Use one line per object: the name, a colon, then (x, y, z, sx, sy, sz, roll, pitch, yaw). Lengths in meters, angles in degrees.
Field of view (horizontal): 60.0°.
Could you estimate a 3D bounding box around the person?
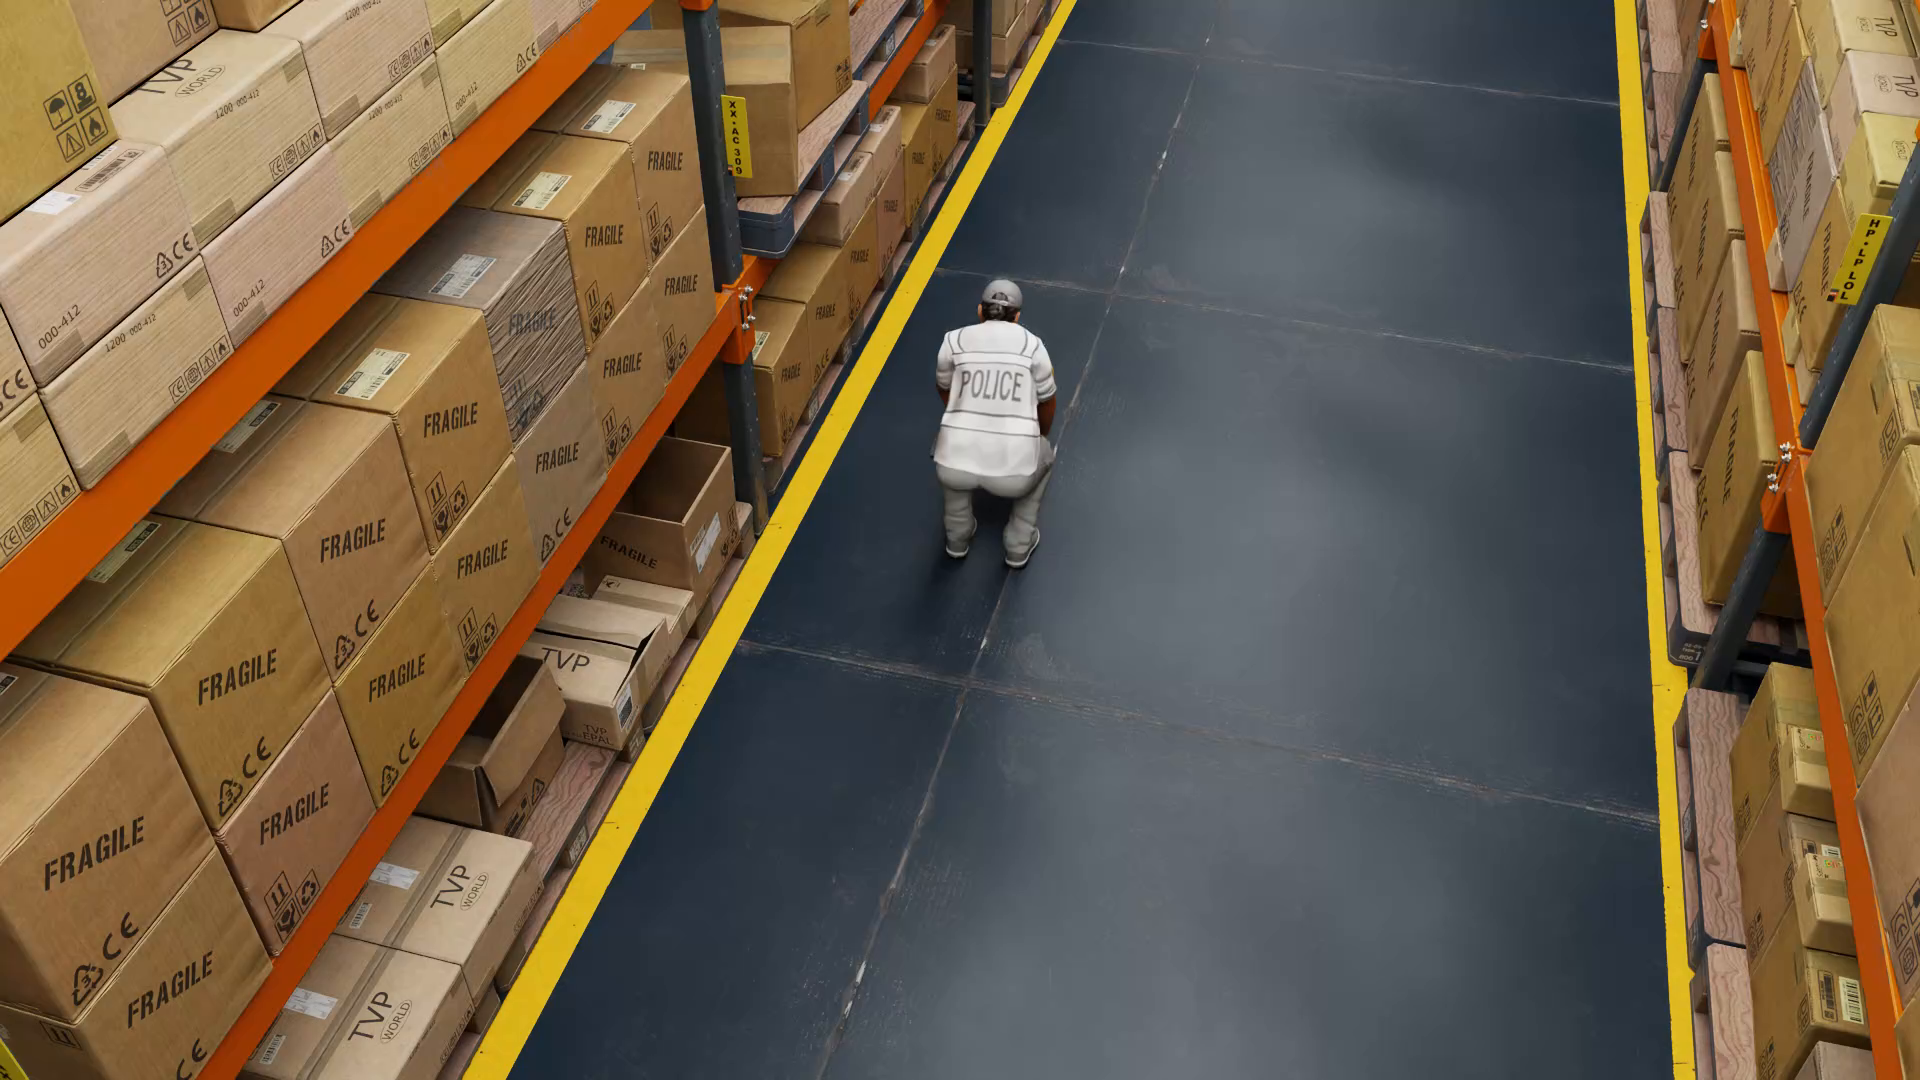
person: (0.128, -0.460, 7.089, 0.538, 1.133, 0.823, 9, 42, 10)
